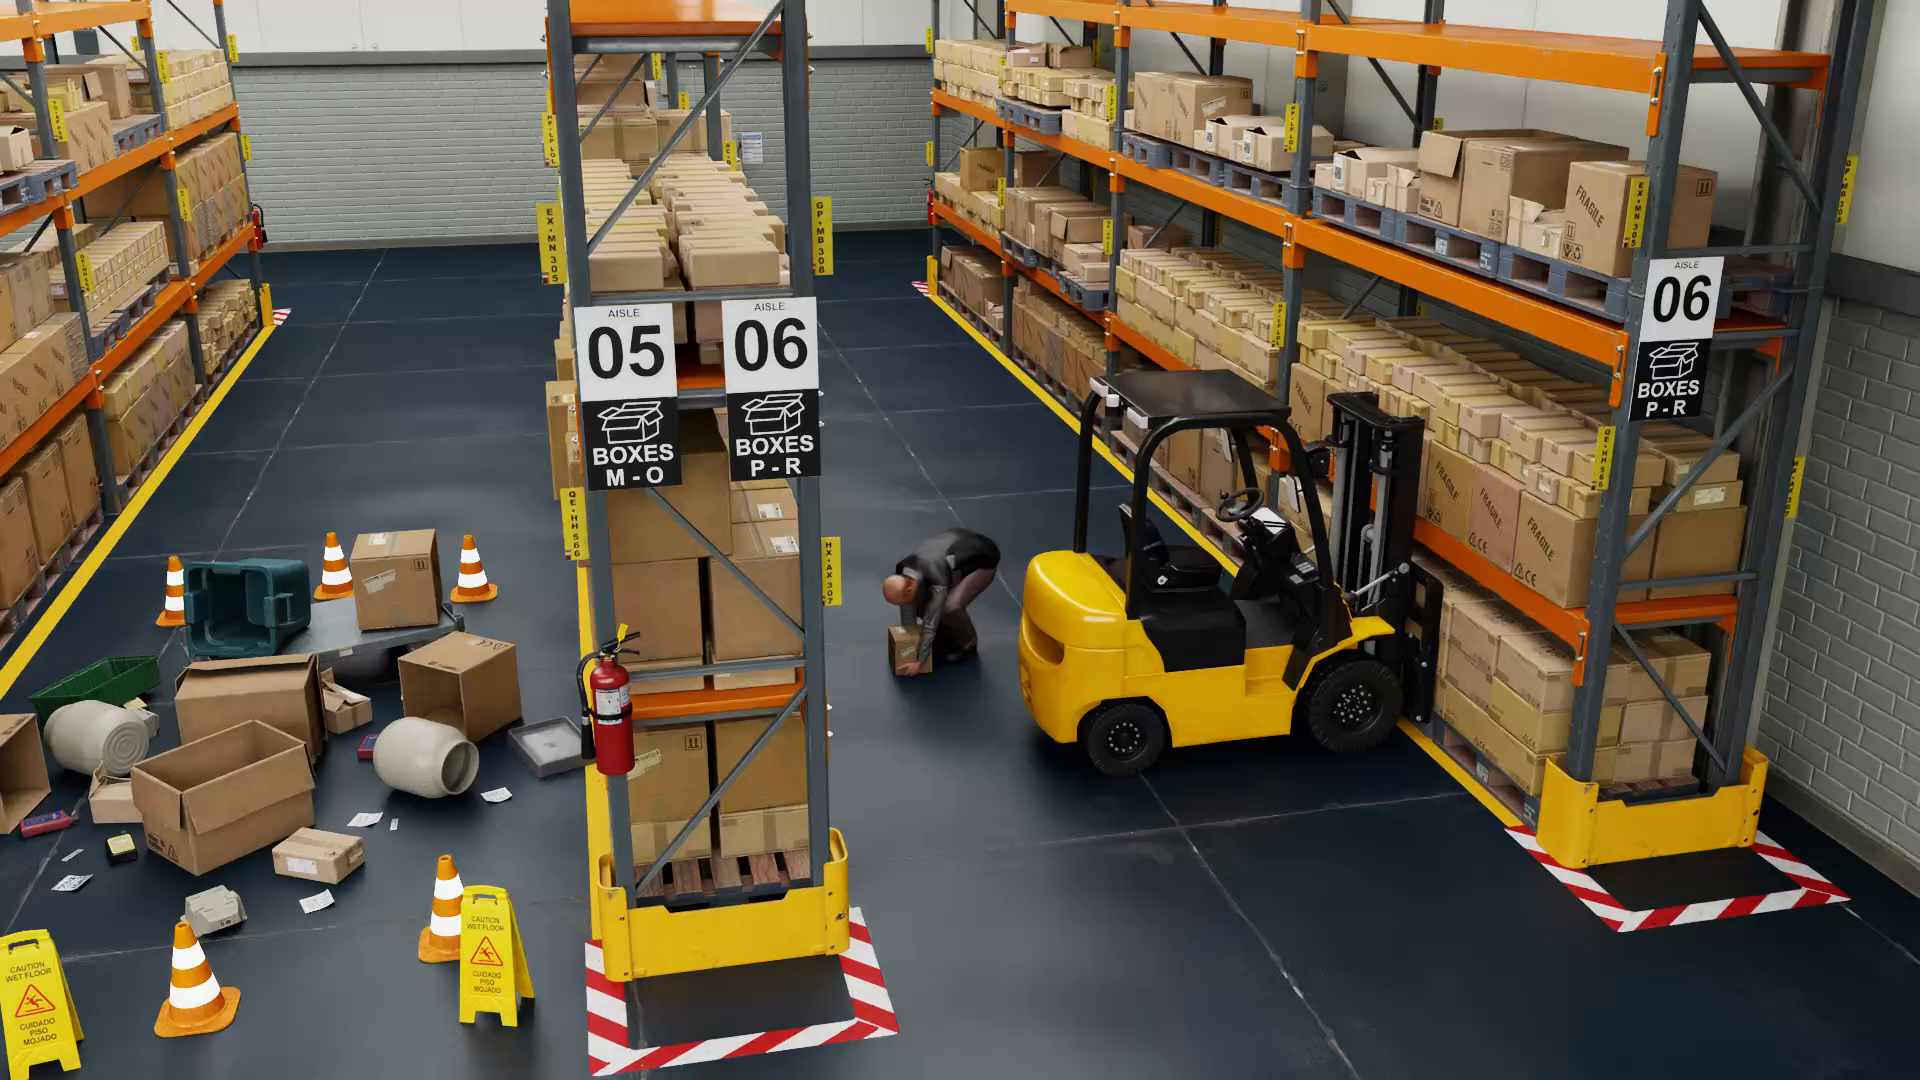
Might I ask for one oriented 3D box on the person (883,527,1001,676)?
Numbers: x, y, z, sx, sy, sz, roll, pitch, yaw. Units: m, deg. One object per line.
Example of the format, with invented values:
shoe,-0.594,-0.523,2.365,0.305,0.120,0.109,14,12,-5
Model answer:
person,-0.150,0.410,11.293,0.951,0.857,0.506,-18,26,-41
